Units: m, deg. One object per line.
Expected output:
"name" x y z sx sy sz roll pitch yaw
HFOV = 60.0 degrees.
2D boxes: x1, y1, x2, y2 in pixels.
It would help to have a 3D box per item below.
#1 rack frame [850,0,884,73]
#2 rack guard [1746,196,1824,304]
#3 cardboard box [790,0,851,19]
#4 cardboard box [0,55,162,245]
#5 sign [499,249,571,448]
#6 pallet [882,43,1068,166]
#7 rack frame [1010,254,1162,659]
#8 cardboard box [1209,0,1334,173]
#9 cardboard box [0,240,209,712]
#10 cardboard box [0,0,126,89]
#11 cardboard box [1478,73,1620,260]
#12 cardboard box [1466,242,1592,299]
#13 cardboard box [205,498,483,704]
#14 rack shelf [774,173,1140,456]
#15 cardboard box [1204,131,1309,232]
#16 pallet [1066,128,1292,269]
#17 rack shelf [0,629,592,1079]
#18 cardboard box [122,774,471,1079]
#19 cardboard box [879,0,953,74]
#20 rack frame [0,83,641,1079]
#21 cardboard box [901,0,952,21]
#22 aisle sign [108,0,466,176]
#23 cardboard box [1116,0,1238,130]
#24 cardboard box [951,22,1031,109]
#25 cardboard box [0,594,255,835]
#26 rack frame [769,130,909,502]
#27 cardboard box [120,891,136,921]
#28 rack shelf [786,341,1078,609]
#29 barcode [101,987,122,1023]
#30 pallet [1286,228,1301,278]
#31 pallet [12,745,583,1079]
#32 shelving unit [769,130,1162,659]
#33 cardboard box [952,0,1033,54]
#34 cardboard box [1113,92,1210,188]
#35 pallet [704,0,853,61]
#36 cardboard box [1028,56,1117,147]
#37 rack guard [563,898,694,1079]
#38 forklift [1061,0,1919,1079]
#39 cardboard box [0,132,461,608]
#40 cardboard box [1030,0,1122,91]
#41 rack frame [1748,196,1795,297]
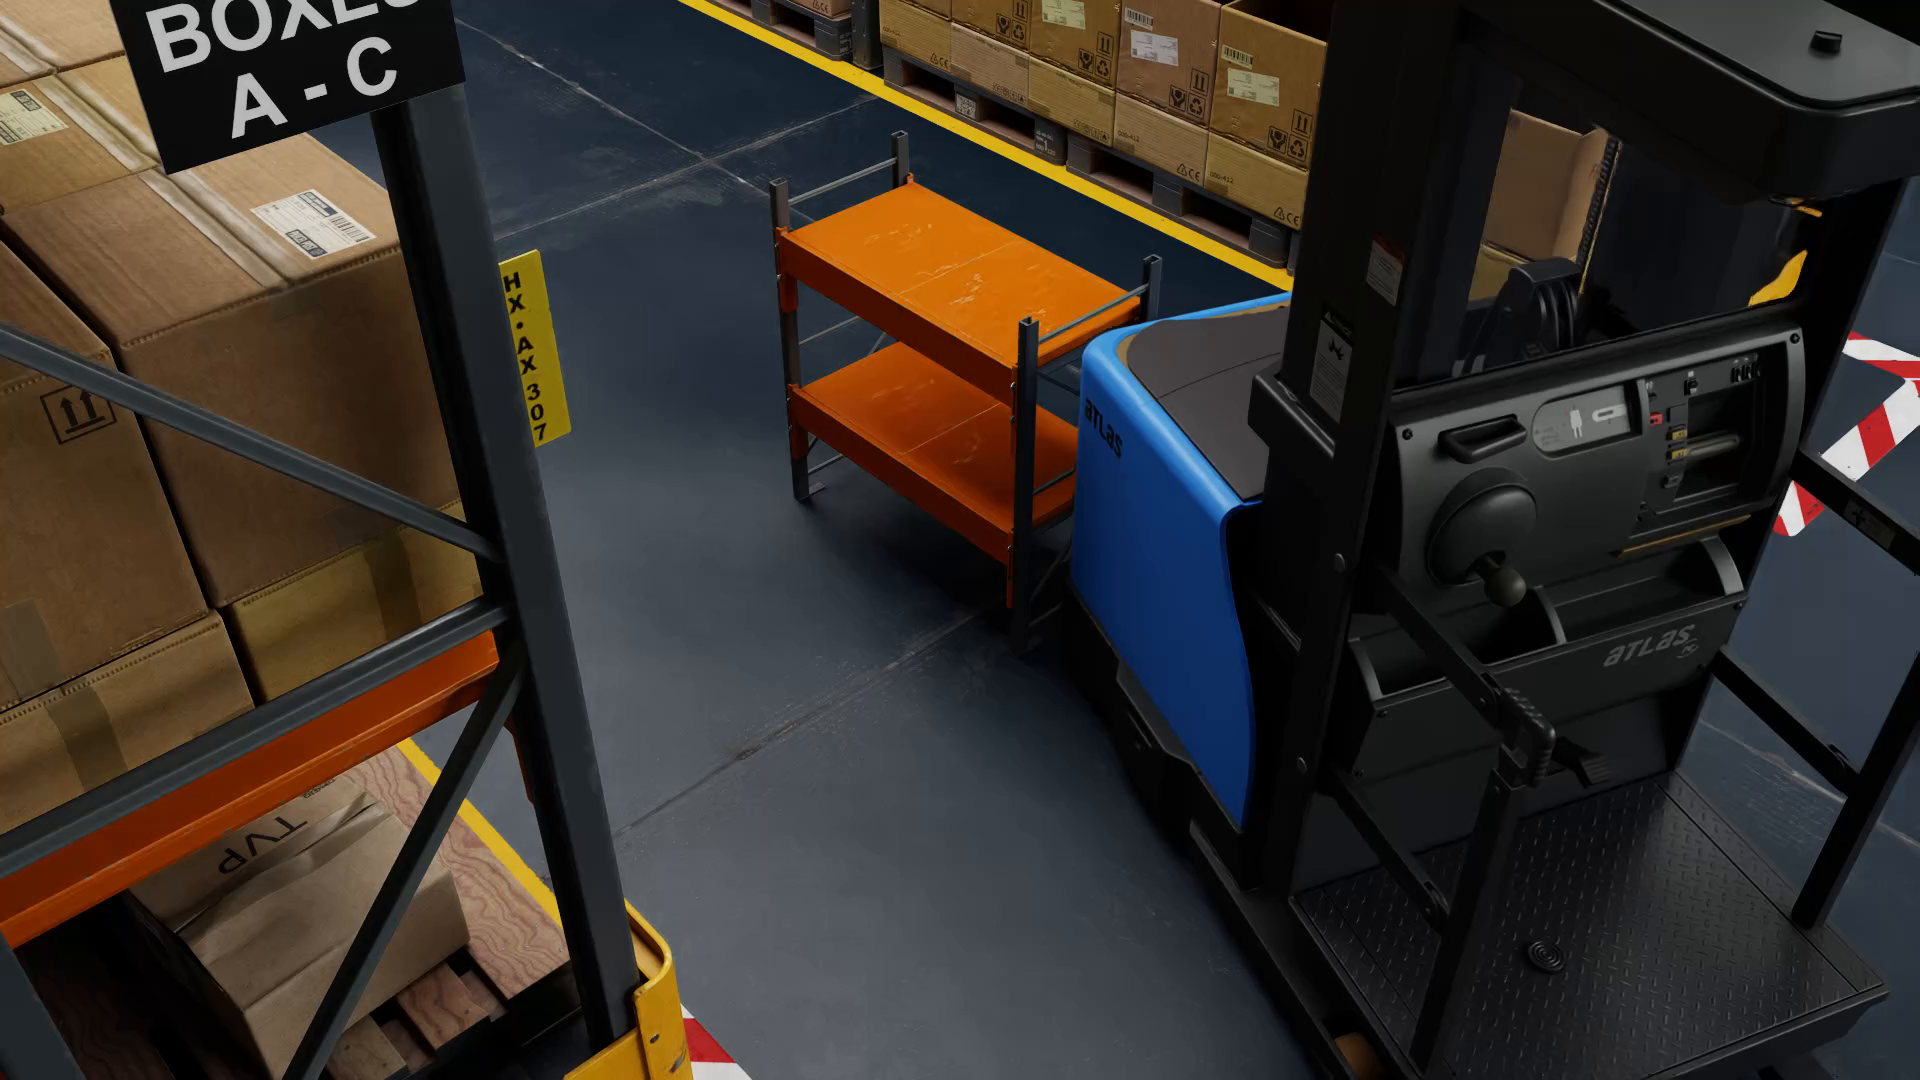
"rack frame" -0.115 -3.670 7.407 1.000 3.000 0.127 -30 48 -32
"rack guard" 2.607 -0.835 5.886 1.175 0.500 0.348 -30 48 -32
"cardboard box" -0.609 -2.833 8.224 0.500 0.250 0.500 -30 48 -32
"cardboard box" -1.484 -0.535 3.032 0.500 0.500 0.500 -30 48 -32
"sign" -0.656 -0.280 2.520 0.100 0.325 0.005 -30 48 -32
"pallet" 0.392 -2.200 7.805 1.003 0.211 1.213 -30 48 -32
"rack frame" 0.339 -0.205 4.609 0.500 1.125 0.032 -30 48 -32
"cardboard box" 1.321 -1.783 6.327 0.500 0.500 0.500 -30 48 -32
"cardboard box" -1.531 -0.081 2.470 0.500 0.500 0.500 -31 48 -32
"cardboard box" -1.829 -0.777 3.331 0.500 0.500 0.500 -32 49 -33
"cardboard box" 2.008 -1.326 5.762 0.500 0.500 0.500 -30 48 -32
"cardboard box" 2.010 -1.035 5.999 0.500 0.250 0.500 -30 48 -32
"cardboard box" -1.152 -0.022 2.994 0.500 0.250 0.500 -31 48 -33
"rack shelf" -0.005 -0.668 4.717 0.538 0.278 1.000 -30 48 -32
"cardboard box" 1.324 -1.492 6.564 0.500 0.250 0.500 -30 48 -32
"pallet" 1.221 -1.635 7.106 1.003 0.211 1.213 -30 48 -32
"rack shelf" -2.409 -0.358 3.878 1.077 0.370 4.000 -30 48 -32
"cardboard box" -1.458 0.804 3.657 0.500 0.311 0.500 29 47 31
"cardboard box" -0.025 -2.420 7.714 0.500 0.250 0.500 -30 48 -32
"rack frame" -1.056 0.288 2.506 1.000 3.000 0.127 -30 48 -32
"cardboard box" -0.032 -2.708 7.473 0.500 0.500 0.500 -30 48 -32
"aisle sign" -0.786 -0.818 1.806 0.394 0.787 0.004 -30 48 -32
"cardboard box" 0.984 -2.015 6.614 0.500 0.500 0.500 -30 48 -32
"cardboard box" 0.310 -2.187 7.424 0.500 0.250 0.500 -30 48 -32
"cardboard box" -1.515 0.205 2.713 0.500 0.250 0.500 -29 47 -31
"rack frame" -0.348 -0.676 5.192 0.500 1.125 0.032 -30 48 -32
"cardboard box" -1.843 0.540 3.983 0.500 0.311 0.500 -26 46 -28
"rack shelf" -0.005 -0.251 5.054 0.538 0.278 1.000 -30 48 -32
"barcode" -1.765 0.962 3.454 0.001 0.075 0.075 -30 48 -32
"pallet" 2.042 -1.070 6.407 1.003 0.211 1.213 -30 48 -32
"pallet" -1.631 0.947 3.910 1.003 0.211 1.213 -30 48 -32
"shelving unit" -0.005 -0.441 4.900 0.538 1.125 1.048 -30 48 -32
"cardboard box" 0.312 -2.480 7.190 0.500 0.500 0.500 -30 48 -32
"cardboard box" 0.987 -1.724 6.852 0.500 0.250 0.500 -30 48 -32
"pallet" -0.642 -2.910 8.685 1.003 0.211 1.213 -30 48 -32
"cardboard box" 0.644 -1.953 7.135 0.500 0.250 0.500 -30 48 -32
"rack guard" -1.107 1.225 3.335 1.175 0.500 0.348 -30 48 -32
"forklift" 1.301 -0.071 3.005 1.130 2.935 3.031 -14 41 -17
"cardboard box" -1.157 -0.302 2.743 0.500 0.500 0.500 -30 48 -32
"cardboard box" 0.644 -2.245 6.900 0.500 0.500 0.500 -30 48 -32
"rack frame" 2.590 -1.819 5.115 1.000 3.000 0.127 -30 48 -32
